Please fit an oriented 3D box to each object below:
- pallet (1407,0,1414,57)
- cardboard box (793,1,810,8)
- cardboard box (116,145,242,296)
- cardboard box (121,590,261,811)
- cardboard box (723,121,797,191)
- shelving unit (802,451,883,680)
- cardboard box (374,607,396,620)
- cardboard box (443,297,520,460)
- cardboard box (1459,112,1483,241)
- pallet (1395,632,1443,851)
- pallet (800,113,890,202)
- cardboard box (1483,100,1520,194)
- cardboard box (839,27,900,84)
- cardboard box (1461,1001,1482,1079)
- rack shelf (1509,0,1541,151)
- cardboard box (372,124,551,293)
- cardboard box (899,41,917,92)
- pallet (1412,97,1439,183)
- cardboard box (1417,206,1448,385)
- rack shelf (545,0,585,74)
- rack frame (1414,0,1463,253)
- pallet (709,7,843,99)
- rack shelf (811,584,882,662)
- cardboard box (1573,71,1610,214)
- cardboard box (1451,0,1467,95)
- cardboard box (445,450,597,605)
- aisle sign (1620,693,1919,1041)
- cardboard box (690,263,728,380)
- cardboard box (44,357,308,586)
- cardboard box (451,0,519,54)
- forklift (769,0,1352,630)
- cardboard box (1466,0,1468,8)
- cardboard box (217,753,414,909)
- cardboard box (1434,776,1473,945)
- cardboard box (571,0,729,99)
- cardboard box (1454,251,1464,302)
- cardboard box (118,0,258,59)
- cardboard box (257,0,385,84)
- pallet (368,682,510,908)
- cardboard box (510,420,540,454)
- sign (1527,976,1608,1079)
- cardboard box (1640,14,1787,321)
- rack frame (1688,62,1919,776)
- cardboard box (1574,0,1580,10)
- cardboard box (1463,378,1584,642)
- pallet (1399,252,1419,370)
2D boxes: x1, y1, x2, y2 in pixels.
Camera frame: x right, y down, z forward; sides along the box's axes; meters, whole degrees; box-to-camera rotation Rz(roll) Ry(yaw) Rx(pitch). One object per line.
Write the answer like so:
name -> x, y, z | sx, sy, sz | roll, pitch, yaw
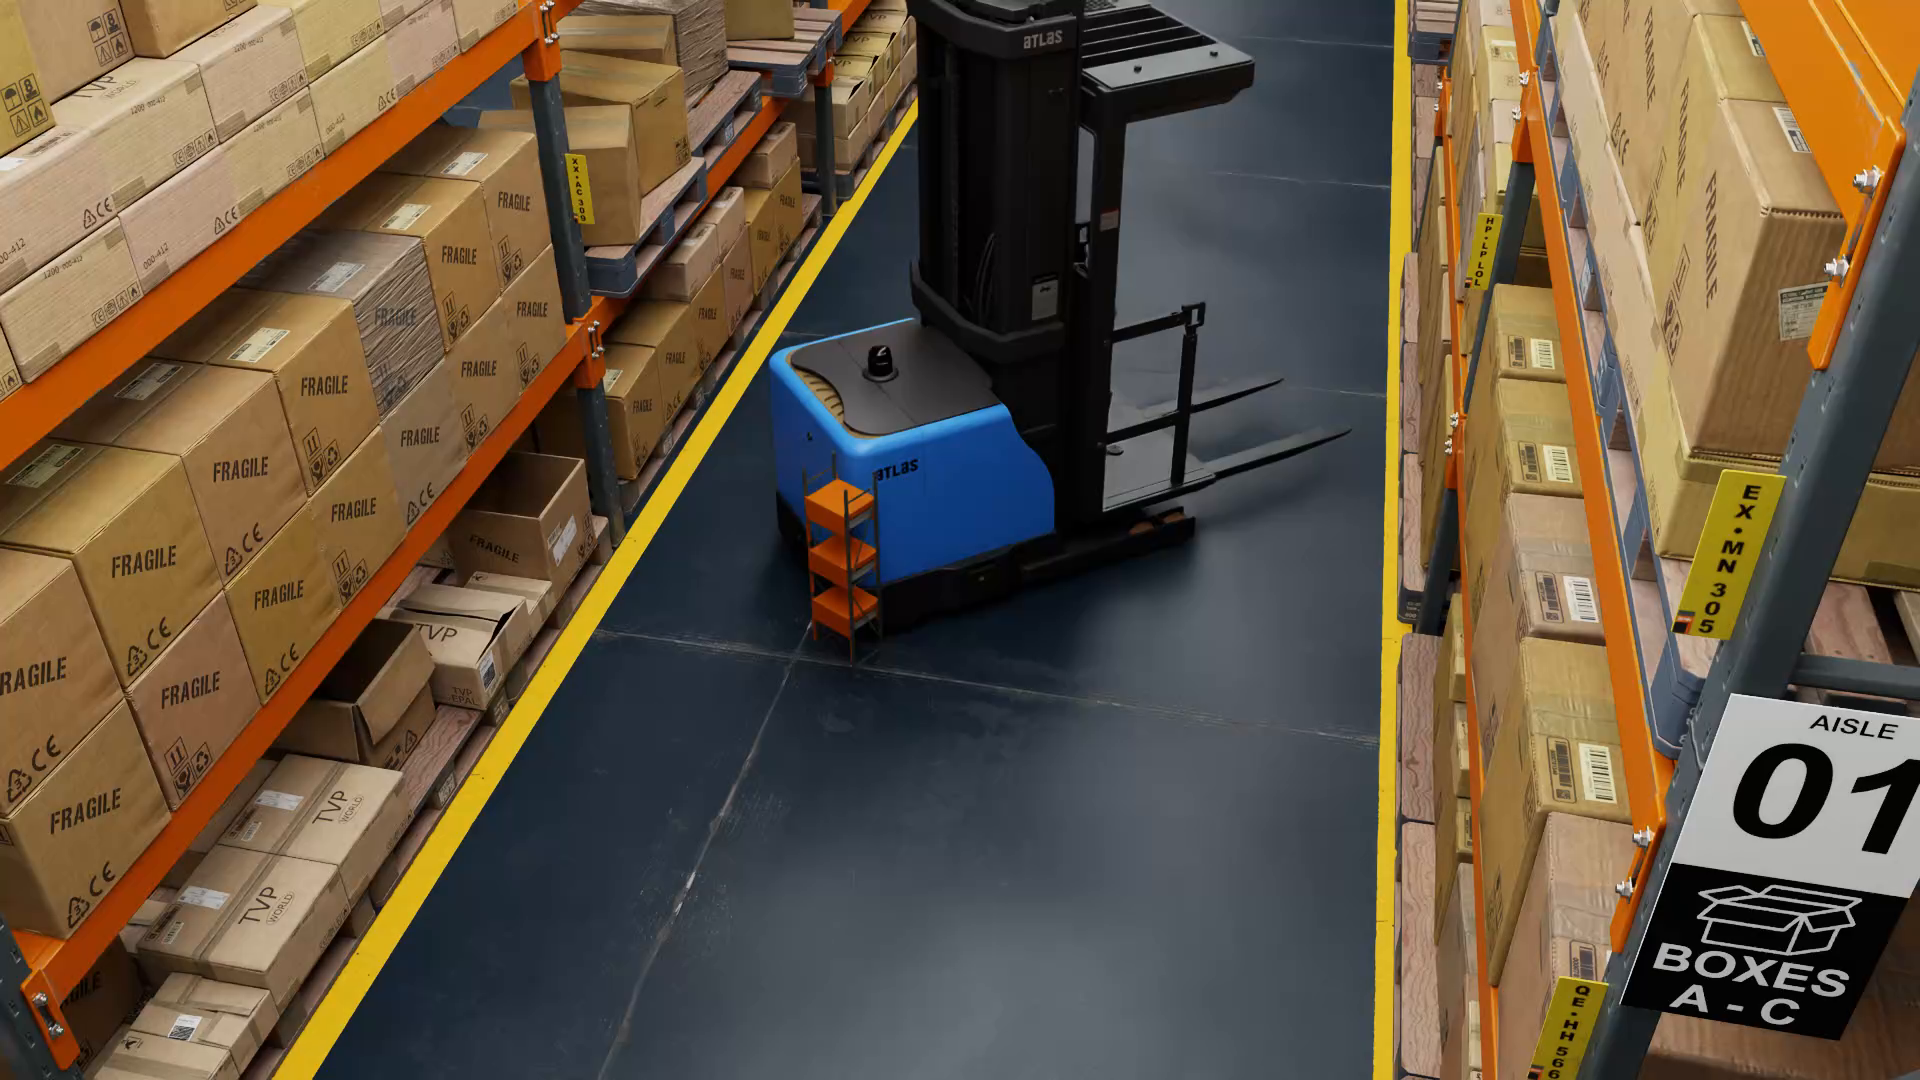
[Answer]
pallet -> 4.439, -4.495, 14.542 | 1.003, 0.211, 1.213 | 7, 37, 10
cardboard box -> -1.244, -3.727, 11.182 | 0.500, 0.311, 0.500 | 10, 37, 13
cardboard box -> -2.491, -0.962, 4.863 | 0.500, 0.250, 0.500 | 7, 37, 10
cardboard box -> -2.616, 0.468, 5.233 | 0.500, 0.500, 0.500 | 7, 37, 10
cardboard box -> -1.343, -2.431, 10.434 | 0.500, 0.250, 0.500 | 9, 37, 12
shelving unit -> -0.518, 0.126, 7.451 | 0.252, 1.050, 0.215 | 27, 44, 32
cardboard box -> -2.695, 0.413, 7.433 | 0.380, 0.166, 0.250 | 7, 37, 10
cardboard box -> -2.184, -0.693, 6.834 | 0.500, 0.500, 0.500 | 8, 37, 11
cardboard box -> 2.688, -1.694, 7.945 | 0.500, 0.500, 0.500 | 7, 37, 10
pallet -> 2.382, 0.908, 7.088 | 1.003, 0.211, 1.213 | 7, 37, 10
pallet -> -1.151, -2.898, 12.338 | 1.003, 0.211, 1.213 | 7, 37, 10
cardboard box -> 2.590, -1.712, 7.332 | 0.500, 0.250, 0.500 | 8, 37, 11
cardboard box -> -0.751, -3.701, 12.578 | 0.500, 0.311, 0.500 | 6, 36, 9
cardboard box -> 1.722, 1.568, 5.020 | 0.380, 0.149, 0.250 | 8, 37, 11
rack shelf -> 3.048, -2.718, 7.771 | 1.077, 0.370, 4.000 | 7, 37, 10
cardboard box -> -2.074, -1.389, 6.944 | 0.500, 0.500, 0.500 | 7, 37, 10
cardboard box -> -0.644, -3.761, 13.138 | 0.500, 0.250, 0.500 | 8, 37, 11
pallet -> 3.907, -2.957, 12.420 | 1.003, 0.211, 1.213 | 7, 37, 10
cardboard box -> 2.997, -1.334, 9.279 | 0.750, 0.750, 0.750 | 7, 37, 10
rack shelf -> -1.792, -3.336, 8.624 | 1.077, 0.370, 4.000 | 7, 37, 10
rack frame -> 3.475, -2.941, 10.022 | 1.000, 3.000, 0.127 | 7, 37, 10
pallet -> -1.441, -3.085, 10.384 | 1.213, 0.211, 1.003 | 7, 37, 10
rack shelf -> -0.518, 0.360, 7.620 | 0.240, 0.259, 0.215 | 27, 44, 32
cardboard box -> 1.991, -1.064, 4.560 | 0.500, 0.250, 0.500 | 6, 36, 9
cardboard box -> 3.122, -2.864, 9.559 | 0.500, 0.500, 0.500 | 8, 37, 11
cardboard box -> -2.064, -0.070, 7.816 | 0.500, 0.500, 0.500 | 7, 37, 10
aisle sign -> 1.458, 0.597, 2.926 | 0.394, 0.787, 0.004 | 7, 37, 10
cardboard box -> -1.661, -1.272, 9.474 | 0.500, 0.500, 0.500 | 8, 37, 11
cardboard box -> -2.505, -0.227, 5.340 | 0.500, 0.500, 0.500 | 8, 37, 11
cardboard box -> -2.063, -2.108, 6.445 | 0.500, 0.250, 0.500 | 7, 37, 10
forklift -> 0.621, -1.368, 7.910 | 3.031, 2.935, 1.130 | -17, 39, -22
cardboard box -> 3.120, -3.169, 9.342 | 0.500, 0.250, 0.500 | 8, 37, 11
cardboard box -> -2.467, 1.112, 6.397 | 0.500, 0.250, 0.500 | 7, 37, 10
cardboard box -> 2.139, 1.192, 6.092 | 0.700, 0.500, 0.500 | 8, 37, 11
cardboard box -> -1.771, -2.895, 9.515 | 0.700, 0.500, 0.500 | 14, 38, 19
cardboard box -> 2.546, -1.233, 7.862 | 0.380, 0.149, 0.250 | 7, 37, 10
cardboard box -> -2.590, -1.781, 4.928 | 0.700, 0.500, 0.500 | 7, 37, 10
cardboard box -> -2.277, -1.737, 5.507 | 0.500, 0.250, 0.500 | 7, 37, 10
pallet -> -2.625, 0.958, 7.019 | 1.003, 0.211, 1.213 | 7, 37, 10
cardboard box -> -2.394, -0.751, 8.756 | 0.500, 0.500, 0.500 | 7, 37, 10
sign -> 1.240, 1.005, 3.389 | 0.100, 0.325, 0.005 | 7, 37, 10
cardboard box -> 1.774, -0.762, 3.505 | 0.500, 0.500, 0.500 | 8, 37, 11
rack frame -> 1.767, -0.784, 1.933 | 1.000, 3.000, 0.127 | 7, 37, 10
cardboard box -> 2.195, -1.942, 5.133 | 0.500, 0.500, 0.500 | 7, 37, 10
cardboard box -> 2.328, -0.042, 5.767 | 0.980, 0.700, 0.700 | 6, 36, 9
pallet -> 3.233, -1.369, 10.230 | 1.003, 0.211, 1.213 | 7, 37, 10
